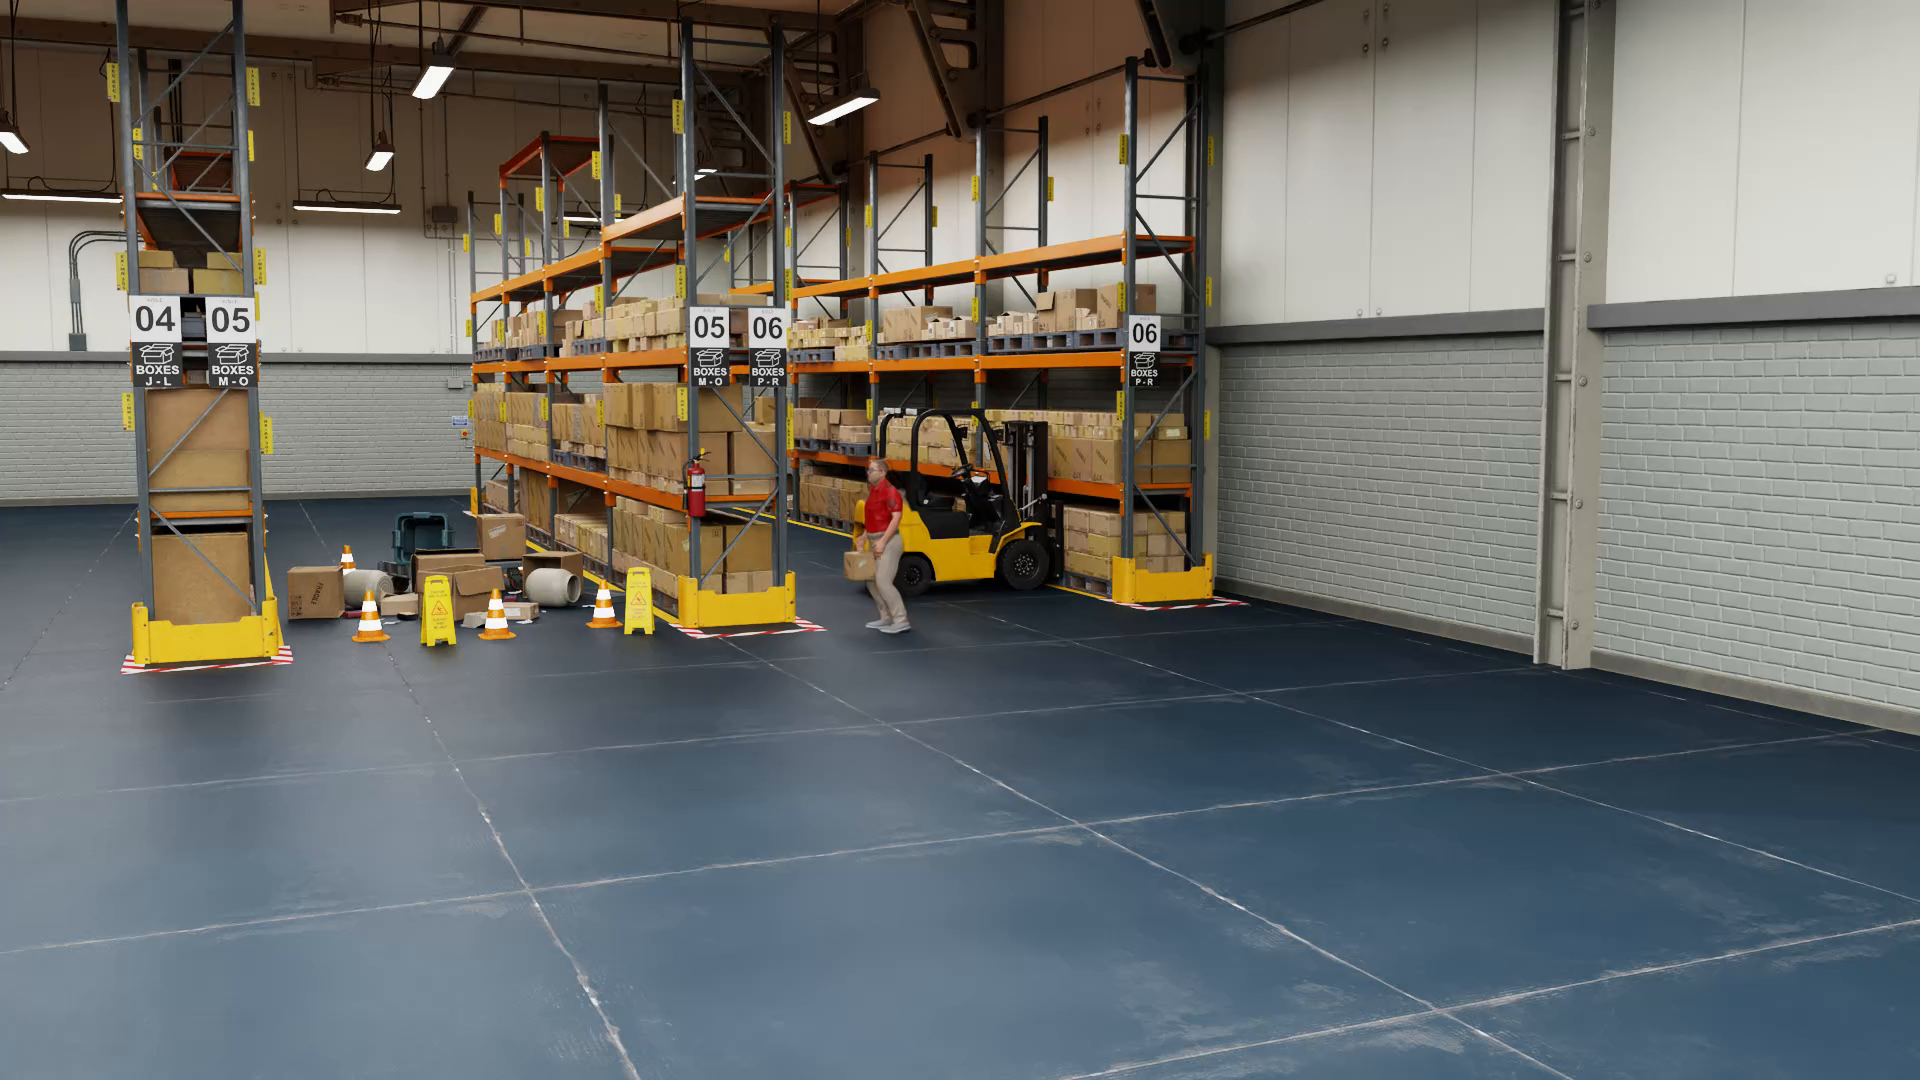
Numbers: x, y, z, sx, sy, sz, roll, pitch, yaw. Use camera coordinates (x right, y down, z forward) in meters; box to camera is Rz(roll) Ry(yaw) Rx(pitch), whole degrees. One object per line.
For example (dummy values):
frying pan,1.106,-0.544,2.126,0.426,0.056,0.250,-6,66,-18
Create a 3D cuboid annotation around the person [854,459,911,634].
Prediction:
person,-0.762,0.054,16.412,0.450,1.703,0.629,-2,6,-22
